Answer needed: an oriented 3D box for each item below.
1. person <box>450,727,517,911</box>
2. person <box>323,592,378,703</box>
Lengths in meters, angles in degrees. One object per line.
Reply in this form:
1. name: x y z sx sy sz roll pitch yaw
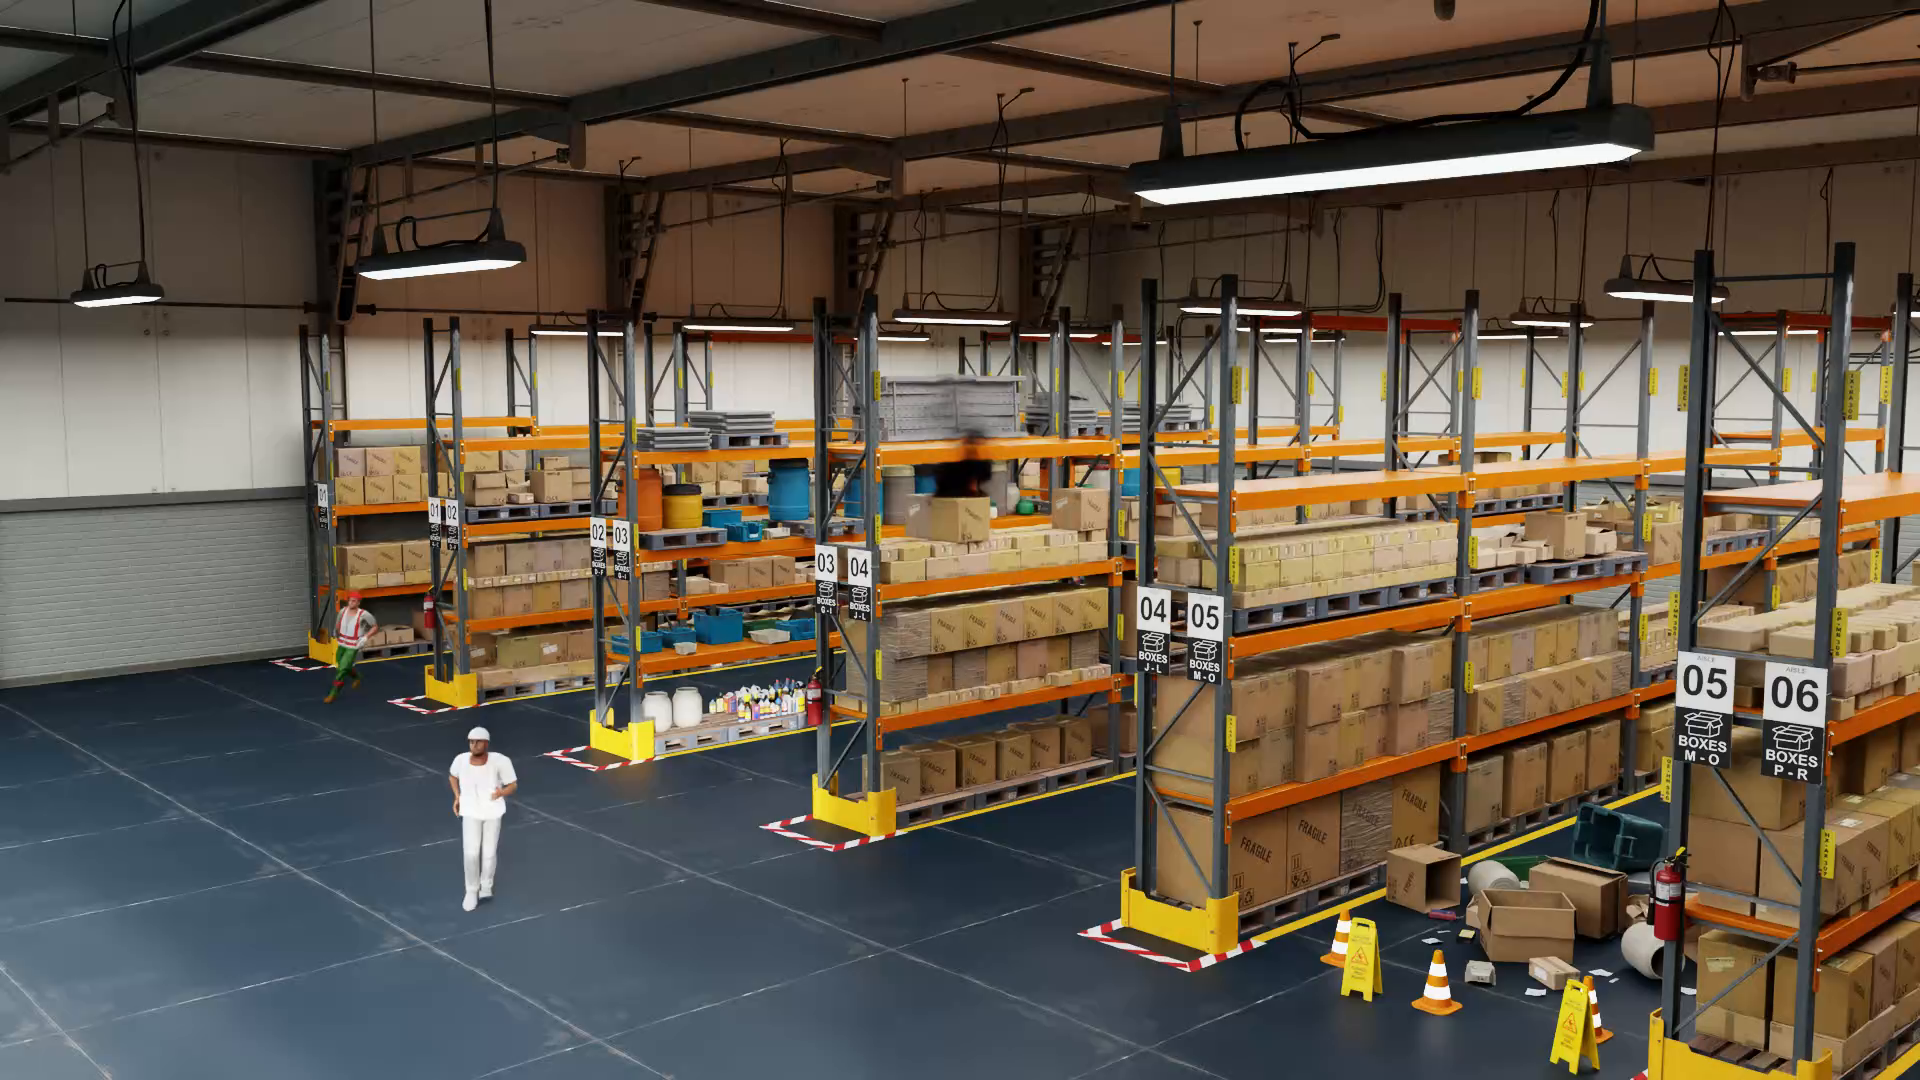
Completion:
1. person: -4.606 2.688 16.052 0.664 1.800 0.718 -1 6 -10
2. person: -9.537 1.661 26.211 0.686 1.734 0.915 2 6 17
